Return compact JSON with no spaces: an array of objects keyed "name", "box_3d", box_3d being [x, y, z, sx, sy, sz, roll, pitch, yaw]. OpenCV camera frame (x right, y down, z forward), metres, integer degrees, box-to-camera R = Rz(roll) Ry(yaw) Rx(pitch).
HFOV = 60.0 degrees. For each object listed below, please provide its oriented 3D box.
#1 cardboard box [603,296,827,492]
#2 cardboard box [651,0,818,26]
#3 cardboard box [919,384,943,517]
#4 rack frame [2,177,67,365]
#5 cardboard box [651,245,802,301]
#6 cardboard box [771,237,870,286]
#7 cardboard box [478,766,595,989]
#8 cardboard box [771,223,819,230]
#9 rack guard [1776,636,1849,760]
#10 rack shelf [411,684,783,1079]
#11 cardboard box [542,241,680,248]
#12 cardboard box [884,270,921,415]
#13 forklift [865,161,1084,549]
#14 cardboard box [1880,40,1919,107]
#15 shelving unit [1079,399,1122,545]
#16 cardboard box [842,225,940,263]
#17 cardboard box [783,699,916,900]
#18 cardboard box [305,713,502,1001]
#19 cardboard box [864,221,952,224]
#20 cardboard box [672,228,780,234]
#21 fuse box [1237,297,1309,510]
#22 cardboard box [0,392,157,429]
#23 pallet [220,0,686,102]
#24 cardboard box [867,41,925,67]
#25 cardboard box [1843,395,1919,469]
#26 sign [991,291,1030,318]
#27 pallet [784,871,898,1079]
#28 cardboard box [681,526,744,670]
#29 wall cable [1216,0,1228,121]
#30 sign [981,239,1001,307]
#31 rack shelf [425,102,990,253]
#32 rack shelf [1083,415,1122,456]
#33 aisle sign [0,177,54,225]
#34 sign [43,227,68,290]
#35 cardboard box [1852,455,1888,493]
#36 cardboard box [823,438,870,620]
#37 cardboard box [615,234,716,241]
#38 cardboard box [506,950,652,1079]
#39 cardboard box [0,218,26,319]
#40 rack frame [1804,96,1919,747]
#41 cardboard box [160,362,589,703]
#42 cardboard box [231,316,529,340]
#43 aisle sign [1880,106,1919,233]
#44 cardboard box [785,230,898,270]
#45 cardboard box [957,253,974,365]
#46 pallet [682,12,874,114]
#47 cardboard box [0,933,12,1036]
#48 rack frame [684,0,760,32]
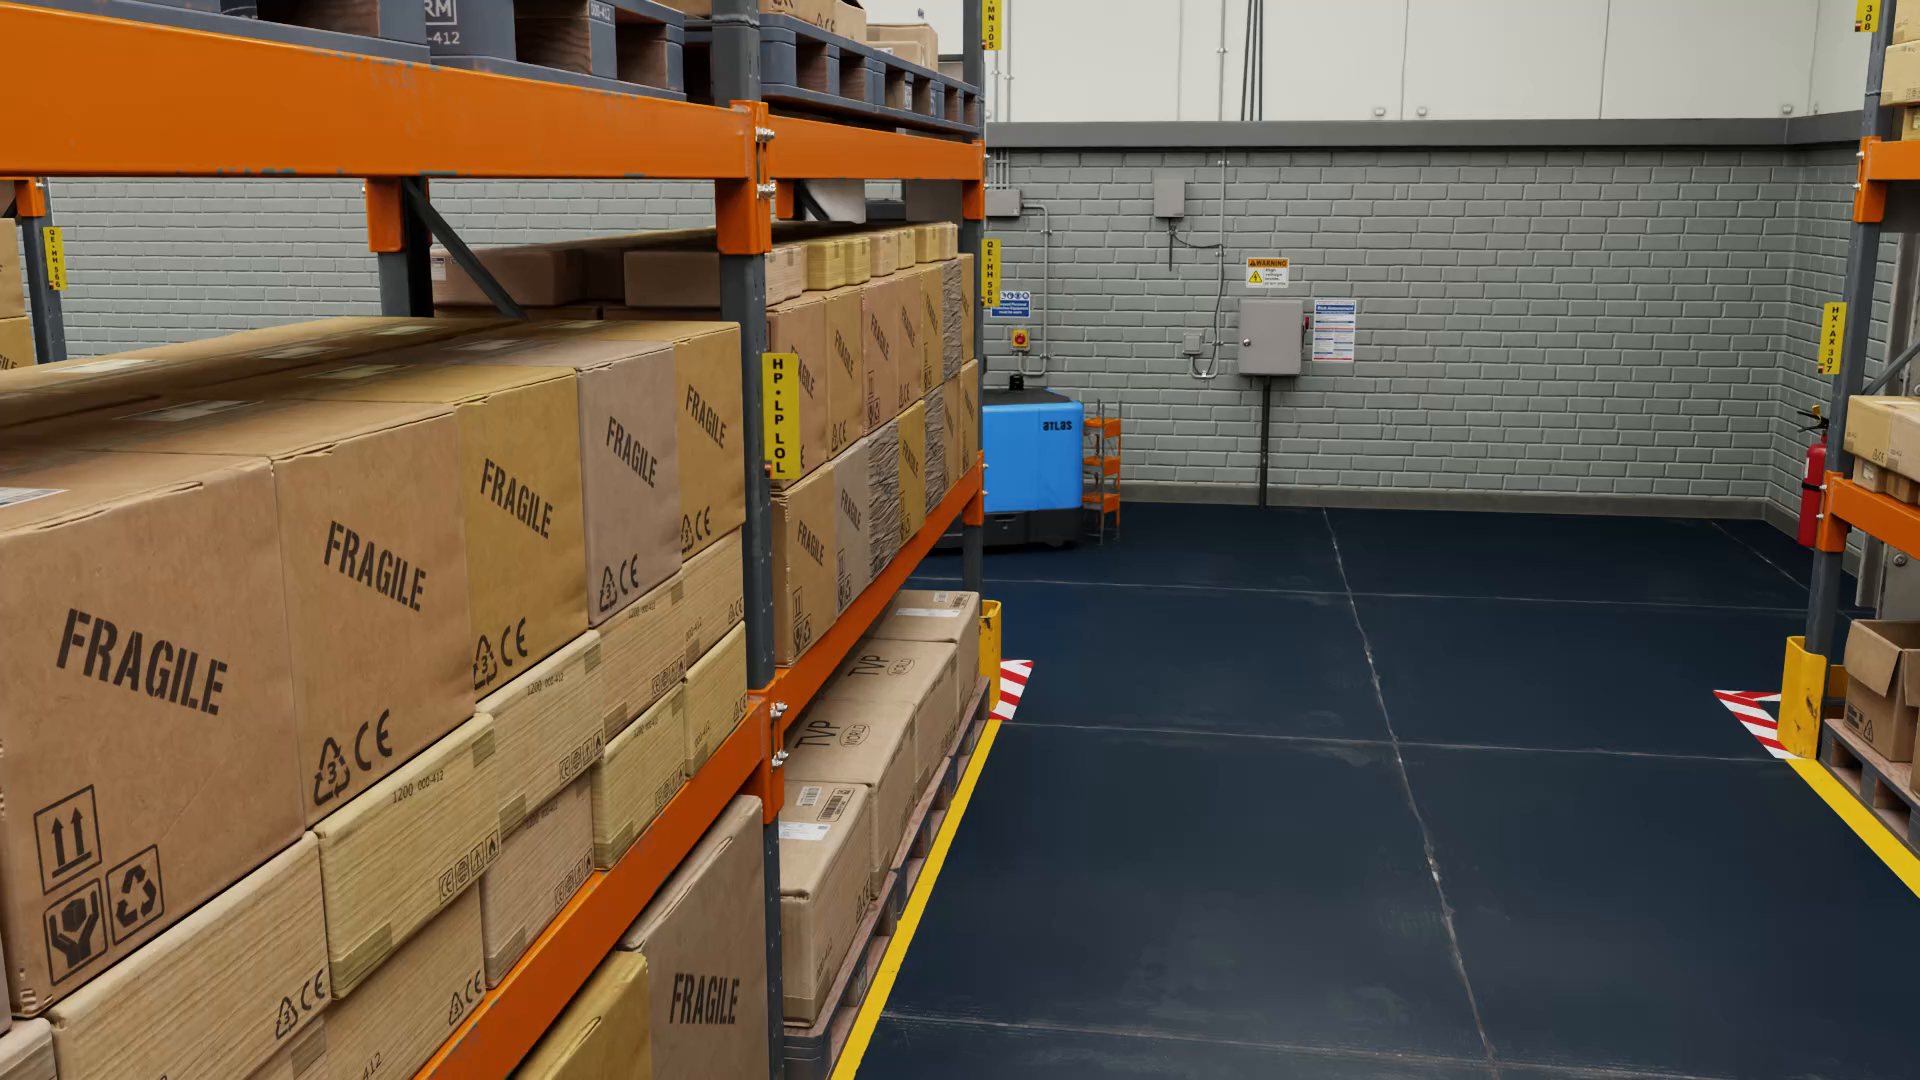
[{"name":"cardboard box","box_3d":[-0.690,-0.435,4.783,0.500,0.500,0.500,2,12,9]},{"name":"cardboard box","box_3d":[-0.704,-1.692,4.631,0.500,0.500,0.500,2,12,10]},{"name":"cardboard box","box_3d":[-0.361,-0.368,6.842,0.500,0.500,0.500,2,12,10]},{"name":"rack frame","box_3d":[-5.294,-0.779,8.986,1.000,3.000,0.127,2,12,9]},{"name":"cardboard box","box_3d":[-0.674,-0.772,4.807,0.380,0.149,0.250,2,12,9]},{"name":"cardboard box","box_3d":[-0.508,-0.931,5.544,0.380,0.149,0.250,2,12,7]},{"name":"cardboard box","box_3d":[-0.998,0.579,3.044,0.500,0.250,0.500,2,12,7]},{"name":"cardboard box","box_3d":[-0.838,-1.322,7.356,0.380,0.149,0.250,2,12,10]},{"name":"rack guard","box_3d":[4.507,0.759,7.787,1.175,0.500,0.348,2,12,9]},{"name":"rack shelf","box_3d":[-1.310,0.961,2.620,1.077,0.370,4.000,2,12,9]},{"name":"cardboard box","box_3d":[-1.073,-0.839,5.115,0.380,0.149,0.250,2,12,9]},{"name":"cardboard box","box_3d":[-0.436,-0.752,6.250,0.500,0.500,0.500,2,12,8]},{"name":"forklift","box_3d":[-0.666,-1.396,12.016,3.031,2.935,1.130,-3,13,-13]},{"name":"cardboard box","box_3d":[4.180,-1.934,6.878,0.500,0.250,0.500,2,12,8]},{"name":"shelving unit","box_3d":[1.040,-0.506,12.346,0.215,1.050,0.252,8,15,34]},{"name":"cardboard box","box_3d":[-0.296,-1.252,7.031,0.380,0.149,0.250,2,12,10]},{"name":"cardboard box","box_3d":[-0.662,0.927,6.157,0.875,0.438,0.875,2,12,7]},{"name":"cardboard box","box_3d":[-1.035,0.441,2.494,0.500,0.250,0.500,2,12,10]},{"name":"cardboard box","box_3d":[-0.244,-1.413,7.778,0.380,0.149,0.250,2,12,9]},{"name":"cardboard box","box_3d":[-0.929,-1.159,6.603,0.380,0.149,0.250,2,12,9]},{"name":"fuse box","box_3d":[2.510,-1.086,13.469,0.539,1.711,0.414,2,12,9]},{"name":"cardboard box","box_3d":[-1.558,0.057,2.498,0.500,0.500,0.500,2,12,8]},{"name":"pallet","box_3d":[-1.094,-0.987,3.287,0.805,0.209,1.217,1,12,6]},{"name":"cardboard box","box_3d":[-0.353,-2.050,7.130,0.380,0.149,0.250,1,12,4]},{"name":"cardboard box","box_3d":[4.182,-0.466,7.184,0.500,0.250,0.500,2,12,9]},{"name":"sign","box_3d":[0.419,-1.960,13.827,0.327,0.218,0.001,2,12,9]},{"name":"pallet","box_3d":[-0.808,1.401,5.492,1.003,0.211,1.213,2,12,9]},{"name":"cardboard box","box_3d":[-0.830,0.122,3.976,0.500,0.250,0.500,2,12,9]},{"name":"wall cable","box_3d":[0.952,-4.740,13.129,2.355,3.000,0.029,2,12,9]},{"name":"sign","box_3d":[0.147,-1.301,8.098,0.100,0.325,0.005,2,12,9]},{"name":"rack shelf","box_3d":[-0.695,-1.338,6.167,1.077,0.370,4.000,2,12,9]},{"name":"rack shelf","box_3d":[1.040,-0.773,12.289,0.215,0.259,0.240,8,15,34]},{"name":"aisle sign","box_3d":[-4.986,-2.055,8.738,0.394,0.787,0.004,2,12,9]},{"name":"sign","box_3d":[-4.748,-1.477,8.728,0.100,0.325,0.005,2,12,9]},{"name":"cardboard box","box_3d":[4.197,-0.297,7.347,0.380,0.149,0.250,2,12,8]},{"name":"cardboard box","box_3d":[-0.590,-0.049,5.365,0.500,0.500,0.500,2,12,9]},{"name":"cardboard box","box_3d":[-1.010,-1.000,5.862,0.380,0.149,0.250,2,12,7]},{"name":"cardboard box","box_3d":[-1.150,1.347,3.171,0.875,0.875,0.875,2,12,10]},{"name":"cardboard box","box_3d":[-5.118,-1.358,8.359,0.500,0.500,0.500,2,12,7]},{"name":"rack frame","box_3d":[4.518,-0.479,7.597,1.000,3.000,0.127,2,12,9]},{"name":"cardboard box","box_3d":[-0.992,-0.030,2.903,0.500,0.500,0.500,2,12,10]},{"name":"cardboard box","box_3d":[-1.354,-0.262,3.978,0.500,0.500,0.500,2,12,9]},{"name":"aisle sign","box_3d":[4.239,-1.774,7.433,0.394,0.787,0.004,2,12,9]},{"name":"cardboard box","box_3d":[-0.445,-1.091,6.287,0.380,0.149,0.250,2,12,10]},{"name":"cardboard box","box_3d":[-0.226,-1.069,7.722,0.500,0.500,0.500,2,12,11]},{"name":"pallet","box_3d":[-0.866,-1.399,4.958,1.003,0.211,1.213,2,12,9]},{"name":"cardboard box","box_3d":[-1.233,0.290,1.416,0.500,0.500,0.500,2,12,9]},{"name":"rack frame","box_3d":[-1.002,-2.739,3.844,1.000,3.000,0.127,2,12,9]}]
